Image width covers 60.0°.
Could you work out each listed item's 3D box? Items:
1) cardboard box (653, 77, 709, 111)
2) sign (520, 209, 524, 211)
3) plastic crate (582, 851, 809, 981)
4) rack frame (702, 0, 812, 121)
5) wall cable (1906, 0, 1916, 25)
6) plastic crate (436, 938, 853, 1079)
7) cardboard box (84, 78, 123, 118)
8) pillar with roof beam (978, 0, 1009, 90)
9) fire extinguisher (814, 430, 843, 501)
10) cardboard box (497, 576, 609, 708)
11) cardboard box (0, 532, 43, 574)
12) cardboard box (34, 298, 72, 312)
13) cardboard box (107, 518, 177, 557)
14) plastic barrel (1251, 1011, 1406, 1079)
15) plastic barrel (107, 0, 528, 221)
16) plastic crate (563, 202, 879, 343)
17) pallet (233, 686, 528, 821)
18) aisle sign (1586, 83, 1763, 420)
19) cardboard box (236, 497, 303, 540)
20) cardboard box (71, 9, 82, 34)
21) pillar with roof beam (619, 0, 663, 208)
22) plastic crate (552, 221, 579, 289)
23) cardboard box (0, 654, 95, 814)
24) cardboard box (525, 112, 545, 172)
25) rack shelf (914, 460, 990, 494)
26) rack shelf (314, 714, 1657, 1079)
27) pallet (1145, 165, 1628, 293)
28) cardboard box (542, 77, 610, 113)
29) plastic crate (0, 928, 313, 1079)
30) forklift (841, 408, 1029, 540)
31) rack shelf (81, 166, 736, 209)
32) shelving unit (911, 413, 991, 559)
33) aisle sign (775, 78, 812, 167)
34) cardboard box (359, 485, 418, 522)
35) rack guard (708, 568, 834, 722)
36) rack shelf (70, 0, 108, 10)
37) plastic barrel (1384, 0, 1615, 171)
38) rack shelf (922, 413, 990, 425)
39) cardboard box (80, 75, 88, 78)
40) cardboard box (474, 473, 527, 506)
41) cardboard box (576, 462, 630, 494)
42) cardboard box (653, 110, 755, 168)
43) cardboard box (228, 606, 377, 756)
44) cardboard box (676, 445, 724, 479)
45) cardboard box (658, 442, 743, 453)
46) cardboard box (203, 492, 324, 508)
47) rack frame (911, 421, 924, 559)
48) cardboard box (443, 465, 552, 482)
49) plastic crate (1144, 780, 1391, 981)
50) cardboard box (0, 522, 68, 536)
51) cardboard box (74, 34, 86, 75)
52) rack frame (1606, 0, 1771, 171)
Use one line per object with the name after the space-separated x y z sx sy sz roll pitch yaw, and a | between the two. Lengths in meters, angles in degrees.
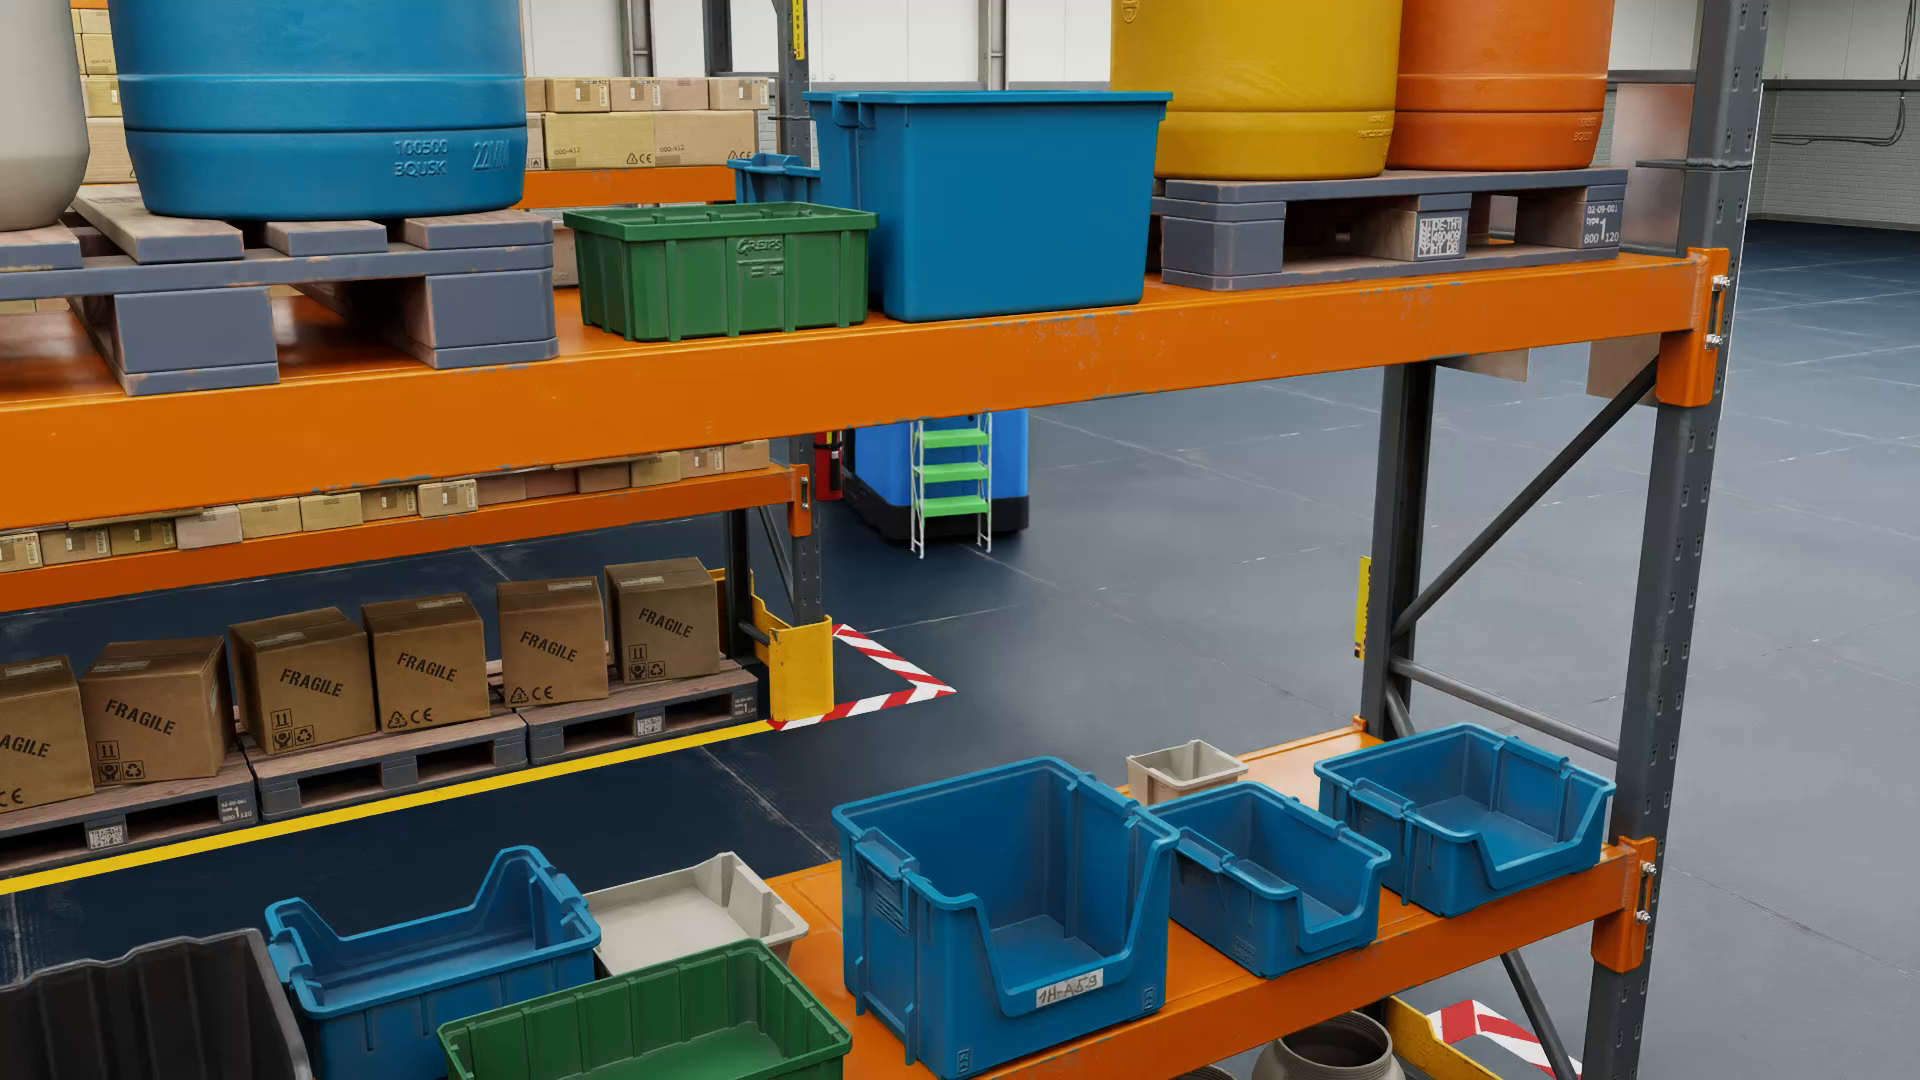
-1.383 -2.113 7.872 0.250 0.149 0.380 -10 18 -32 | cardboard box
-3.222 -2.375 12.239 0.005 0.325 0.100 -9 18 -30 | sign
-0.639 0.876 3.717 0.437 0.136 0.530 -9 18 -30 | plastic crate
-1.022 -3.557 7.929 0.127 3.000 1.000 -9 18 -30 | rack frame
20.569 -11.694 33.353 0.112 2.526 3.097 -9 18 -30 | wall cable
-0.591 1.012 3.136 0.662 0.188 0.450 -9 18 -30 | plastic crate
-3.388 -1.780 6.686 0.250 0.149 0.380 -9 18 -28 | cardboard box
2.757 -7.782 22.999 0.400 9.000 9.100 -9 18 -30 | pillar with roof beam
-0.687 -0.541 8.425 0.183 0.674 0.296 -9 18 -30 | fire extinguisher
-2.061 0.507 8.399 0.500 0.500 0.500 -4 16 -15 | cardboard box
-3.891 0.016 6.760 0.250 0.149 0.380 -9 18 -30 | cardboard box
-3.506 -0.859 6.829 0.500 0.500 0.500 -9 18 -30 | cardboard box
-3.481 -0.062 7.039 0.250 0.149 0.380 -9 18 -30 | cardboard box
1.004 1.582 4.540 0.421 0.512 0.421 0 16 0 | plastic barrel
-0.992 -0.968 2.543 0.708 0.901 0.600 -9 18 -30 | plastic barrel
-0.407 -0.465 2.848 0.450 0.188 0.336 -9 18 -30 | plastic crate
-2.846 0.958 8.102 1.213 0.211 1.003 -9 18 -30 | pallet
1.743 -0.716 4.090 0.004 0.787 0.394 -9 18 -30 | aisle sign
-3.053 -0.132 7.287 0.250 0.149 0.380 -9 18 -30 | cardboard box
-5.779 -3.310 10.629 0.250 0.149 0.380 -10 18 -31 | cardboard box
-2.386 -6.948 20.024 0.400 9.000 9.100 -9 18 -30 | pillar with roof beam
-0.732 -0.601 3.427 0.396 0.136 0.243 -9 18 -30 | plastic crate
-4.087 0.842 7.201 0.500 0.500 0.500 -10 18 -31 | cardboard box
-2.175 -1.776 7.408 0.500 0.250 0.500 -9 18 -28 | cardboard box
-0.062 -0.435 11.476 0.480 0.148 0.258 -5 16 -17 | rack shelf
-0.186 1.102 3.756 4.000 0.370 1.077 -9 18 -30 | rack shelf
0.769 -0.784 3.942 1.213 0.211 1.003 -9 18 -30 | pallet
-1.764 -2.009 7.502 0.250 0.149 0.380 -9 18 -29 | cardboard box
-1.386 1.020 2.830 0.504 0.338 0.767 -9 18 -30 | plastic crate
-0.443 -1.769 12.790 1.130 2.935 3.031 -5 16 -17 | forklift
-2.736 -1.489 7.439 4.000 0.370 1.077 -9 18 -30 | rack shelf
-0.062 -0.497 11.459 0.503 1.200 0.258 -5 16 -17 | shelving unit
-0.814 -1.860 8.171 0.004 0.787 0.394 -9 18 -30 | aisle sign
-2.642 -0.209 7.563 0.250 0.149 0.380 -9 18 -30 | cardboard box
-1.087 0.545 9.038 0.348 0.500 1.175 -9 18 -30 | rack guard
-10.400 -6.181 19.363 4.000 0.370 1.077 -9 18 -30 | rack shelf
1.178 -1.279 3.785 0.708 0.830 0.600 -9 18 -30 | plastic barrel
-0.062 -0.897 11.347 0.480 0.148 0.258 -5 16 -17 | rack shelf
-5.781 -2.926 10.734 0.250 0.149 0.380 -10 18 -31 | cardboard box
-2.223 -0.283 7.827 0.250 0.149 0.380 -9 18 -30 | cardboard box
-1.785 -0.348 8.059 0.250 0.149 0.380 -9 18 -30 | cardboard box
-1.304 -1.915 7.905 0.500 0.250 0.500 -9 18 -28 | cardboard box
-3.109 0.656 7.864 0.500 0.500 0.500 -11 19 -35 | cardboard box
-1.375 -0.426 8.337 0.250 0.149 0.380 -9 18 -30 | cardboard box
-1.508 -0.790 8.435 0.500 0.500 0.875 -9 18 -30 | cardboard box
-3.210 -0.507 7.423 0.500 0.500 0.875 -9 18 -30 | cardboard box
-0.294 -0.476 11.386 0.015 1.200 0.240 -5 16 -17 | rack frame
-2.325 -0.633 7.875 0.500 0.500 0.875 -9 18 -30 | cardboard box
0.694 0.776 3.858 0.408 0.251 0.499 -9 18 -30 | plastic crate
-4.033 -0.352 6.873 0.500 0.500 0.875 -9 18 -30 | cardboard box
-5.924 -3.114 10.667 0.500 0.250 0.500 -9 18 -30 | cardboard box
1.529 -2.412 3.841 0.127 3.000 1.000 -9 18 -30 | rack frame
